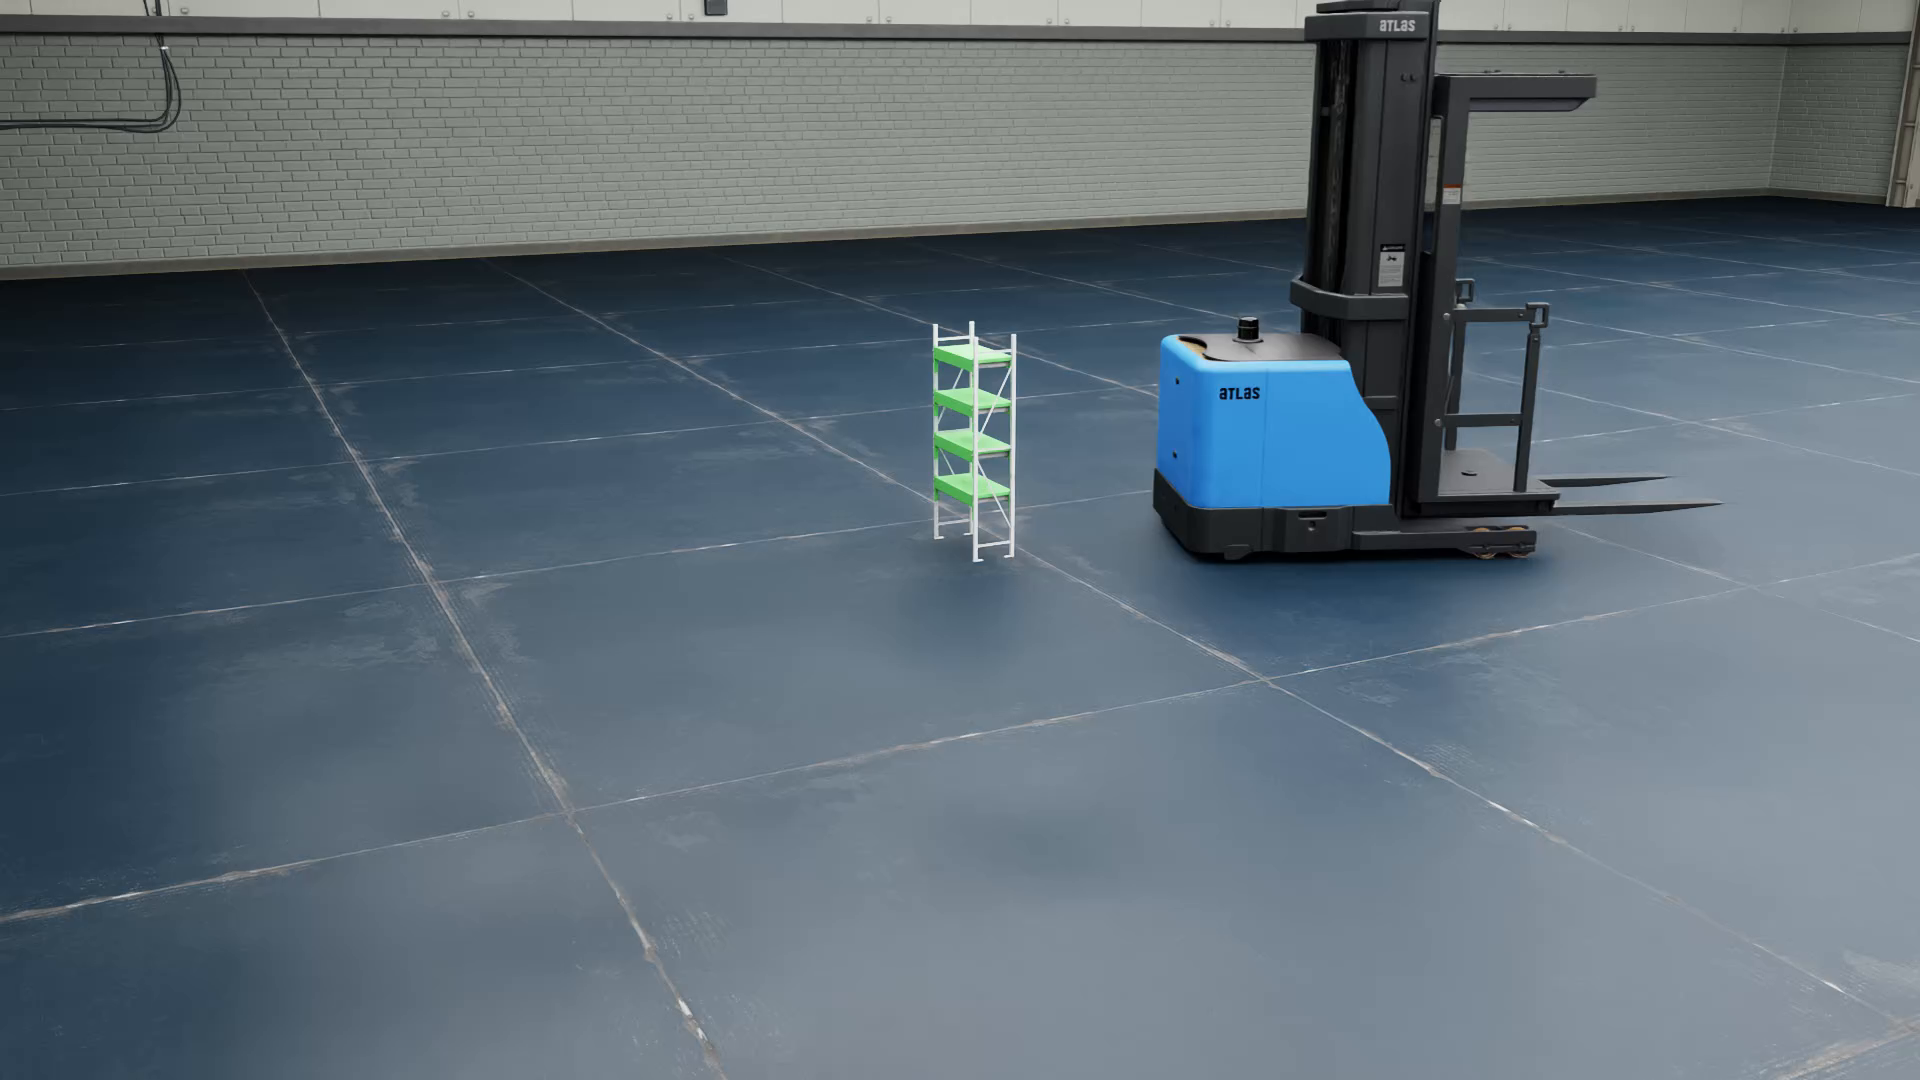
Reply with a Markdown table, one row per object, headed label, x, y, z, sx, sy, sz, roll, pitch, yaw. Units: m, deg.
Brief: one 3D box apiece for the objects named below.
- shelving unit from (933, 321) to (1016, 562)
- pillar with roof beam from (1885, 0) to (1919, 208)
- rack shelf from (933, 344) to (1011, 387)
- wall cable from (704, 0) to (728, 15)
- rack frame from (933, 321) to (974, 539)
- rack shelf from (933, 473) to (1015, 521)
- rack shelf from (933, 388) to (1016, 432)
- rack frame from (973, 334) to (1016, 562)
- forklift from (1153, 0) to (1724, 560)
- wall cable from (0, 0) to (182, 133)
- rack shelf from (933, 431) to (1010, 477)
| label | x | y | z | sx | sy | sz | roll | pitch | yaw |
| --- | --- | --- | --- | --- | --- | --- | --- | --- | --- |
| shelving unit | 0.073 | -0.536 | 8.942 | 0.258 | 1.200 | 0.503 | -8 | 18 | -25 |
| pillar with roof beam | 13.506 | -9.966 | 27.666 | 9.100 | 9.000 | 0.400 | -8 | 18 | -25 |
| rack shelf | 0.073 | -0.936 | 8.827 | 0.258 | 0.148 | 0.480 | -8 | 18 | -25 |
| wall cable | -2.502 | -10.348 | 22.832 | 2.305 | 6.003 | 0.169 | -8 | 18 | -25 |
| rack frame | -0.034 | -0.596 | 9.153 | 0.240 | 1.200 | 0.015 | -8 | 18 | -25 |
| rack shelf | 0.073 | -0.244 | 9.026 | 0.258 | 0.148 | 0.480 | -8 | 18 | -25 |
| rack shelf | 0.073 | -0.705 | 8.894 | 0.258 | 0.148 | 0.480 | -8 | 18 | -25 |
| rack frame | 0.179 | -0.475 | 8.731 | 0.240 | 1.200 | 0.015 | -8 | 18 | -25 |
| forklift | 2.668 | -1.451 | 8.993 | 3.031 | 2.935 | 1.130 | -1 | 16 | -5 |
| wall cable | -11.043 | -6.078 | 19.745 | 3.097 | 2.526 | 0.112 | -8 | 18 | -25 |
| rack shelf | 0.073 | -0.474 | 8.960 | 0.258 | 0.148 | 0.480 | -8 | 18 | -25 |
